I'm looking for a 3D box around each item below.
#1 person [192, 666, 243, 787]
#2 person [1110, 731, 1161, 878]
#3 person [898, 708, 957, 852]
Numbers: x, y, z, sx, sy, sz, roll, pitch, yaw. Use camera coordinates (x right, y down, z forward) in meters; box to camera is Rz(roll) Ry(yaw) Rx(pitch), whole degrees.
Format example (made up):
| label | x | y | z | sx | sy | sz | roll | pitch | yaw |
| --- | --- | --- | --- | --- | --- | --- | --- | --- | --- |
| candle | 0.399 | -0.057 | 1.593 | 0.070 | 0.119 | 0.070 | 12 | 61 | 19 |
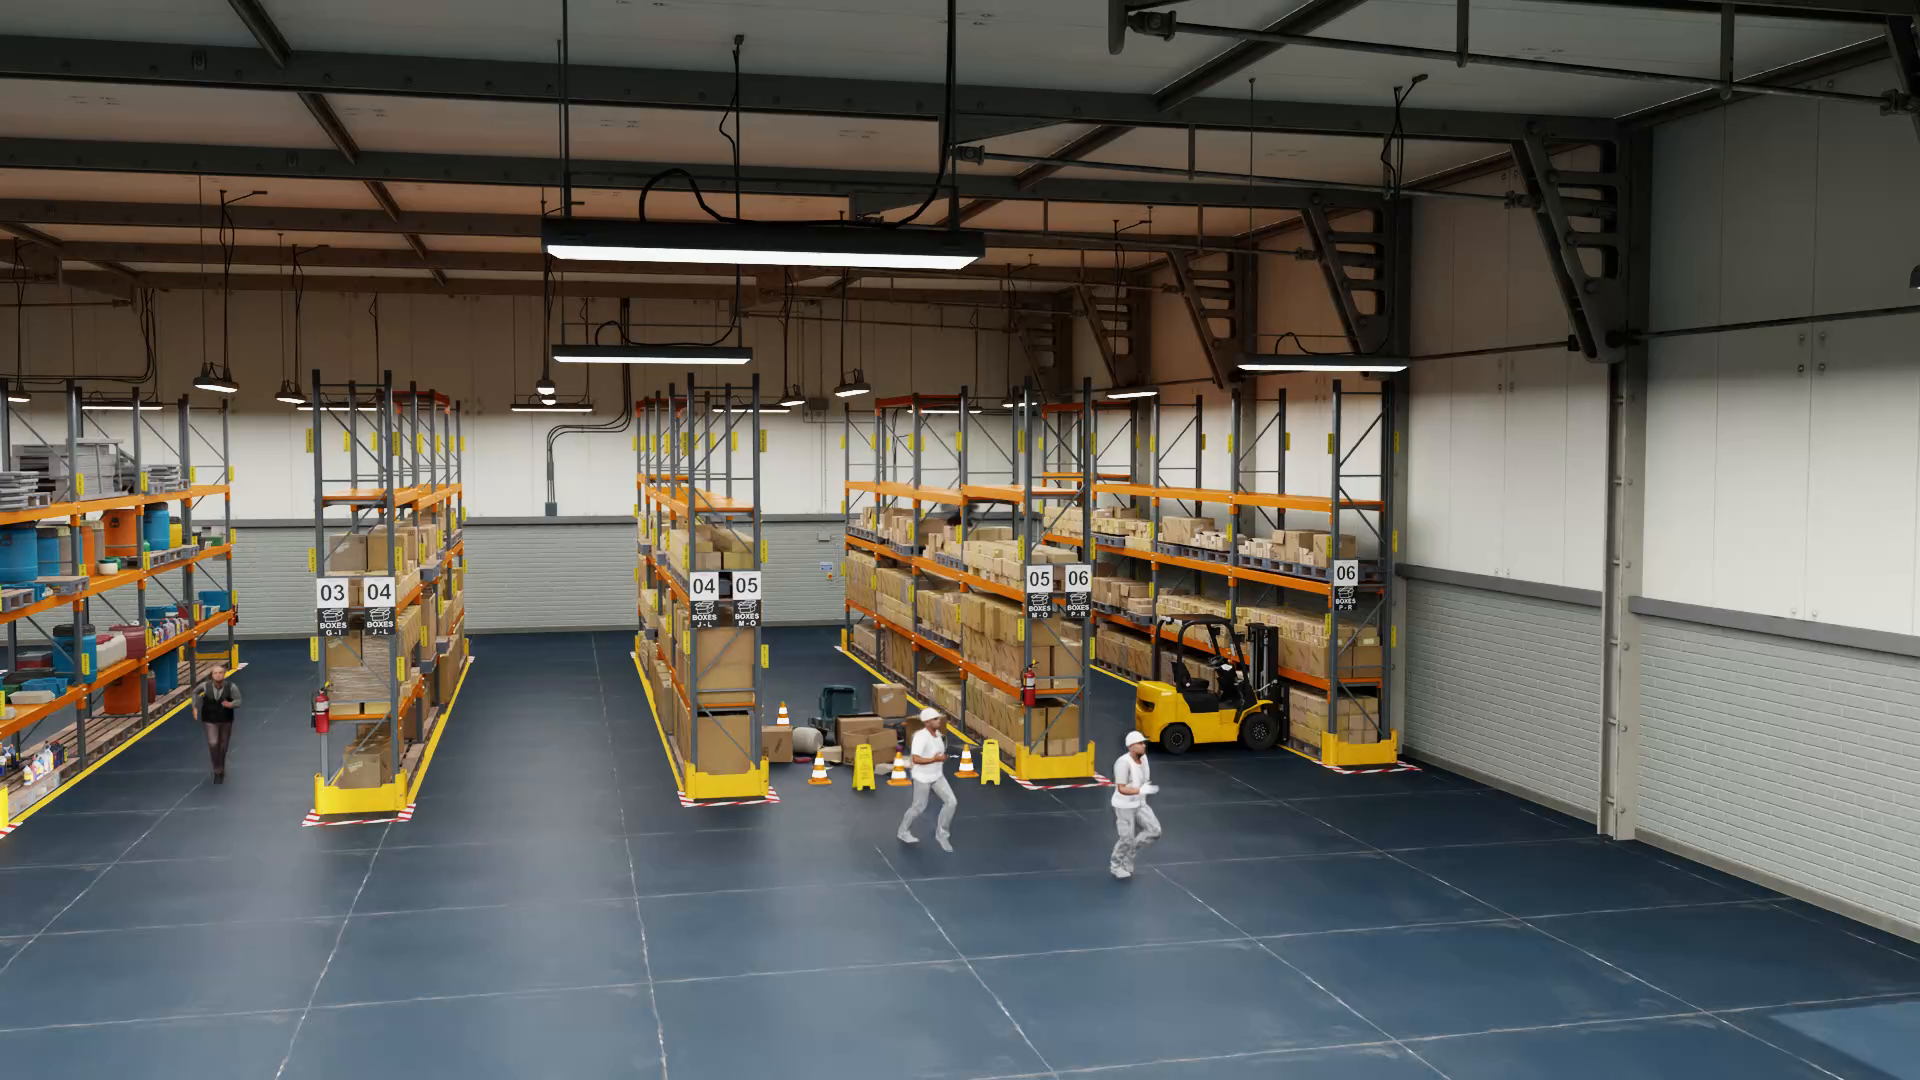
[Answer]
| label | x | y | z | sx | sy | sz | roll | pitch | yaw |
| --- | --- | --- | --- | --- | --- | --- | --- | --- | --- |
| person | -10.978 | 2.731 | 24.605 | 0.679 | 1.761 | 0.850 | -2 | 4 | -26 |
| person | 2.005 | 3.025 | 18.958 | 0.728 | 1.722 | 0.726 | 3 | 4 | 39 |
| person | -0.438 | 2.954 | 20.452 | 0.804 | 1.807 | 0.672 | 2 | 4 | 34 |
